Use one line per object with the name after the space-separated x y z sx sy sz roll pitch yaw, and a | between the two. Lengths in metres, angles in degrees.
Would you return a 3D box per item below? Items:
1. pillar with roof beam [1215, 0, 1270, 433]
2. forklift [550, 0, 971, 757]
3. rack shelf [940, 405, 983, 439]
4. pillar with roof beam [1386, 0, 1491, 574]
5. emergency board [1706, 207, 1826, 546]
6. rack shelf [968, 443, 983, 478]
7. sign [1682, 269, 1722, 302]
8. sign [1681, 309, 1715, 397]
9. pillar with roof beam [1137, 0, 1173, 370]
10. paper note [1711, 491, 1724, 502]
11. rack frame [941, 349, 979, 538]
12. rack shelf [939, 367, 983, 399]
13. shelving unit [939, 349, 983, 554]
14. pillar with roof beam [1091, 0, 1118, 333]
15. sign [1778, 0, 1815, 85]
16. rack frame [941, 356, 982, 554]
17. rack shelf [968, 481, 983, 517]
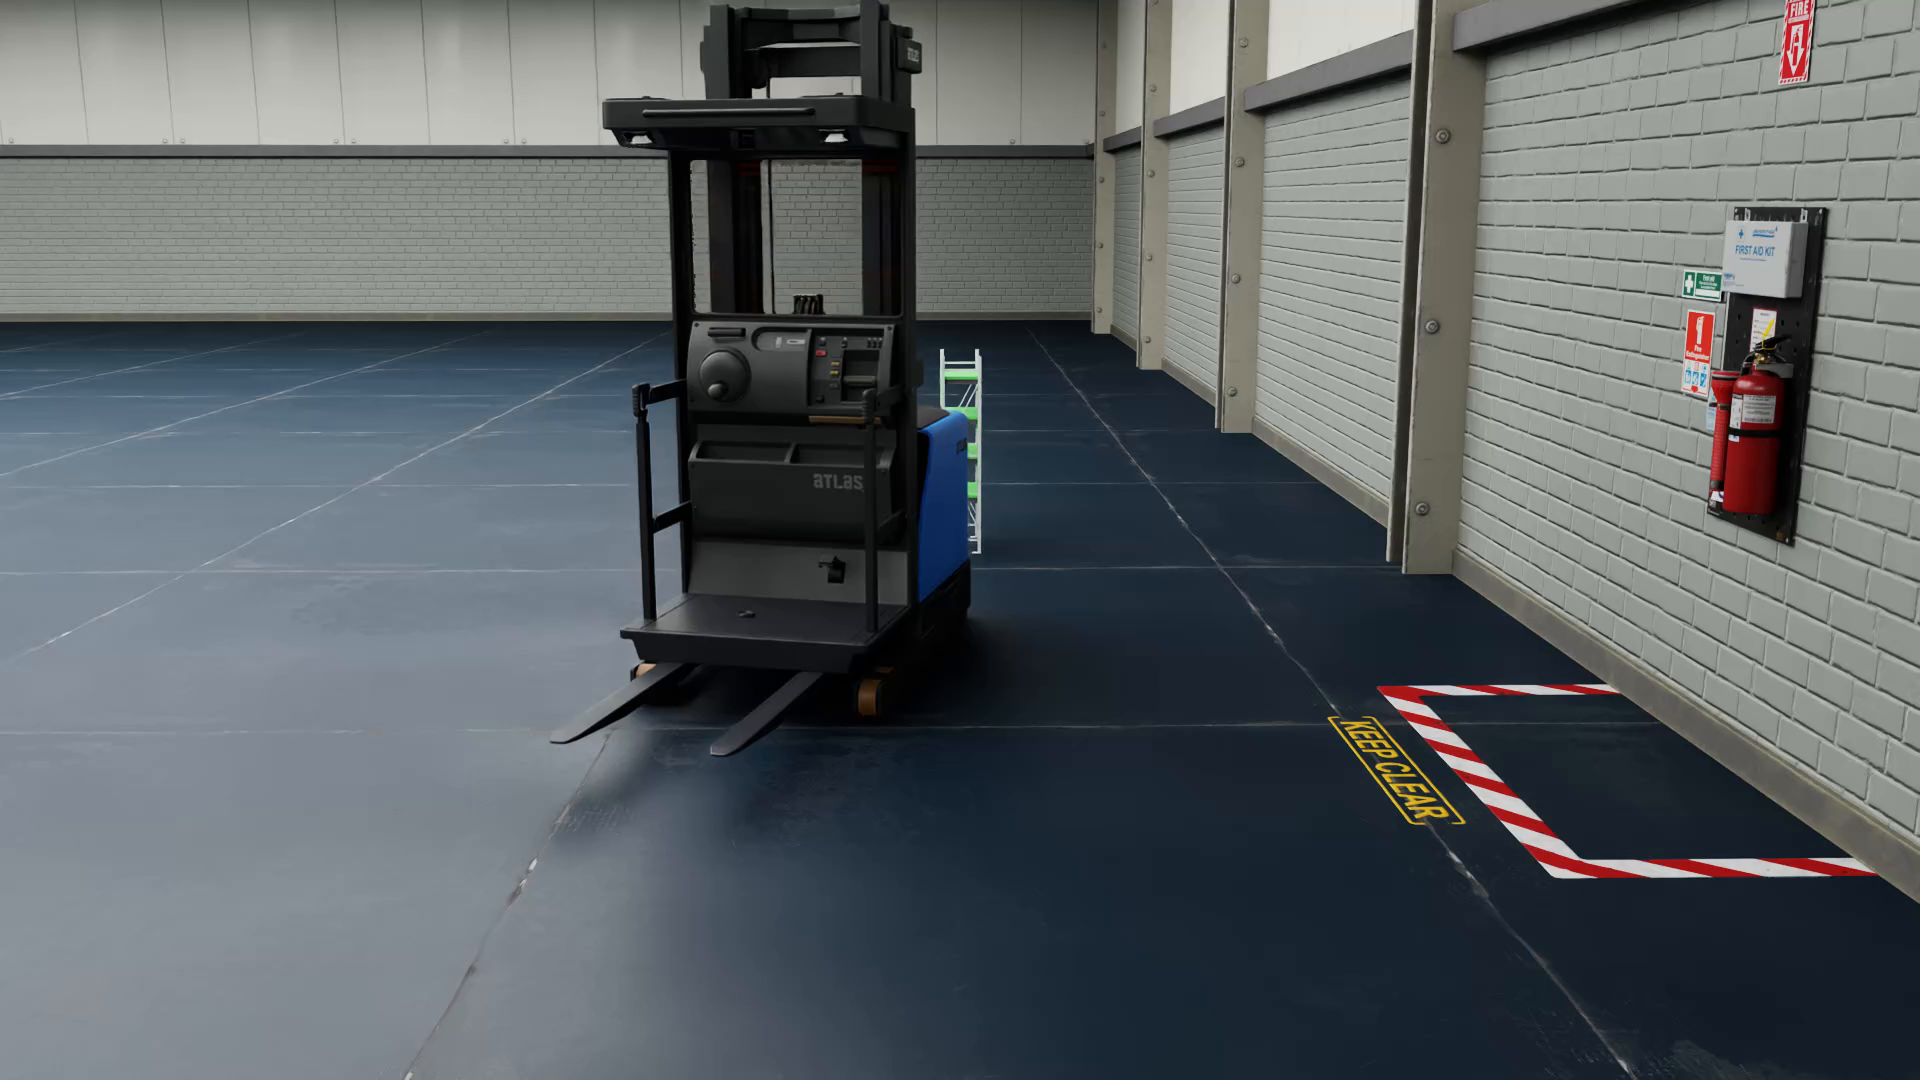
-1.714 -5.429 14.685 9.100 9.000 0.400 0 11 -1 | pillar with roof beam
-0.785 -0.779 7.028 1.130 2.935 3.031 3 12 13 | forklift
0.003 -0.728 10.243 0.258 0.148 0.480 0 11 -1 | rack shelf
-1.590 -4.236 8.806 9.100 9.000 0.400 0 11 -1 | pillar with roof beam
2.825 -0.612 6.033 0.194 1.169 0.643 0 11 -1 | emergency board
0.003 -0.492 10.290 0.258 0.148 0.480 0 11 -1 | rack shelf
2.908 -0.999 6.516 0.001 0.109 0.331 0 11 -1 | sign
2.916 -0.740 6.573 0.001 0.329 0.234 0 11 -1 | sign
-1.838 -6.621 20.564 9.100 9.000 0.400 0 11 -1 | pillar with roof beam
2.890 -0.216 6.295 0.016 0.148 0.142 0 11 -1 | paper note
-0.002 -0.604 10.517 0.240 1.200 0.015 0 11 -1 | rack frame
0.003 -0.963 10.195 0.258 0.148 0.480 0 11 -1 | rack shelf
0.003 -0.555 10.278 0.258 1.200 0.503 0 11 -1 | shelving unit
-1.962 -7.814 26.443 9.100 9.000 0.400 0 11 -1 | pillar with roof beam
2.924 -1.750 5.812 0.001 0.298 0.199 0 11 -1 | sign
0.008 -0.507 10.039 0.240 1.200 0.015 0 11 -1 | rack frame
0.003 -0.257 10.338 0.258 0.148 0.480 0 11 -1 | rack shelf
